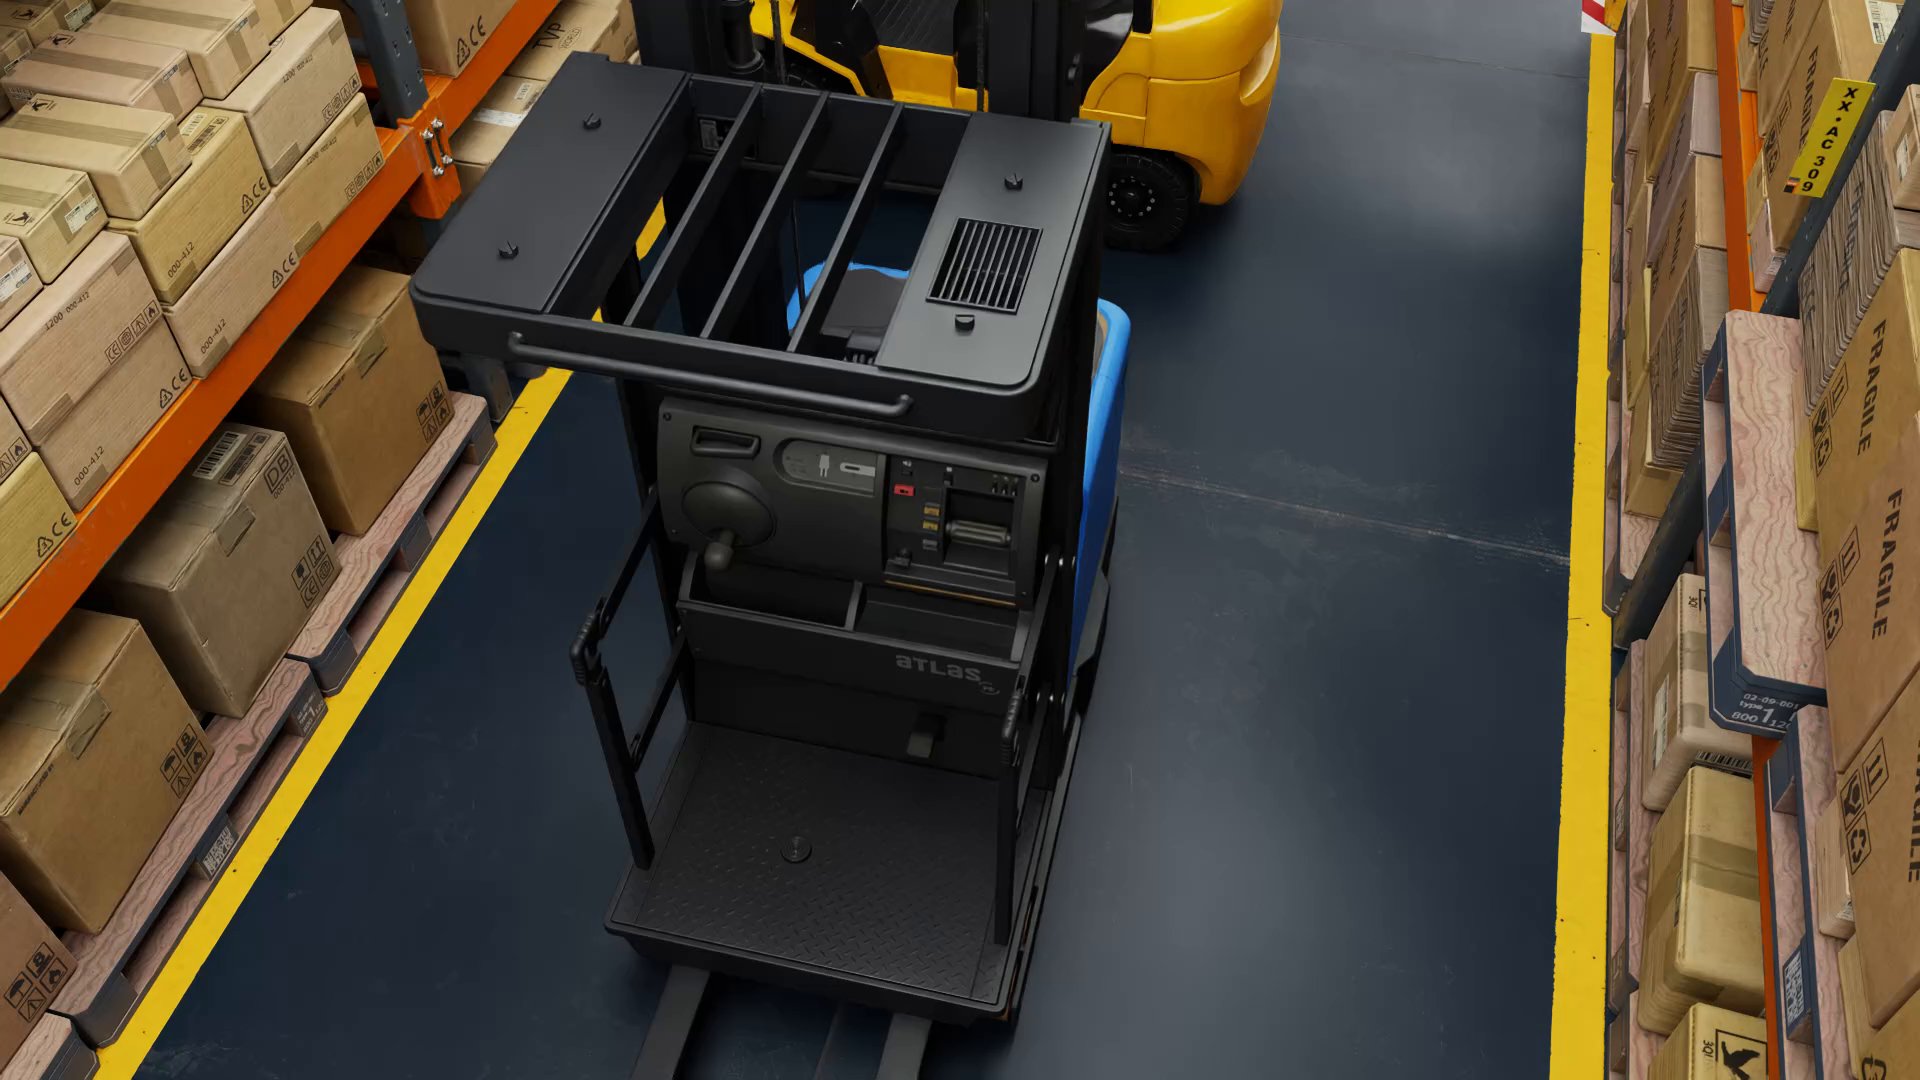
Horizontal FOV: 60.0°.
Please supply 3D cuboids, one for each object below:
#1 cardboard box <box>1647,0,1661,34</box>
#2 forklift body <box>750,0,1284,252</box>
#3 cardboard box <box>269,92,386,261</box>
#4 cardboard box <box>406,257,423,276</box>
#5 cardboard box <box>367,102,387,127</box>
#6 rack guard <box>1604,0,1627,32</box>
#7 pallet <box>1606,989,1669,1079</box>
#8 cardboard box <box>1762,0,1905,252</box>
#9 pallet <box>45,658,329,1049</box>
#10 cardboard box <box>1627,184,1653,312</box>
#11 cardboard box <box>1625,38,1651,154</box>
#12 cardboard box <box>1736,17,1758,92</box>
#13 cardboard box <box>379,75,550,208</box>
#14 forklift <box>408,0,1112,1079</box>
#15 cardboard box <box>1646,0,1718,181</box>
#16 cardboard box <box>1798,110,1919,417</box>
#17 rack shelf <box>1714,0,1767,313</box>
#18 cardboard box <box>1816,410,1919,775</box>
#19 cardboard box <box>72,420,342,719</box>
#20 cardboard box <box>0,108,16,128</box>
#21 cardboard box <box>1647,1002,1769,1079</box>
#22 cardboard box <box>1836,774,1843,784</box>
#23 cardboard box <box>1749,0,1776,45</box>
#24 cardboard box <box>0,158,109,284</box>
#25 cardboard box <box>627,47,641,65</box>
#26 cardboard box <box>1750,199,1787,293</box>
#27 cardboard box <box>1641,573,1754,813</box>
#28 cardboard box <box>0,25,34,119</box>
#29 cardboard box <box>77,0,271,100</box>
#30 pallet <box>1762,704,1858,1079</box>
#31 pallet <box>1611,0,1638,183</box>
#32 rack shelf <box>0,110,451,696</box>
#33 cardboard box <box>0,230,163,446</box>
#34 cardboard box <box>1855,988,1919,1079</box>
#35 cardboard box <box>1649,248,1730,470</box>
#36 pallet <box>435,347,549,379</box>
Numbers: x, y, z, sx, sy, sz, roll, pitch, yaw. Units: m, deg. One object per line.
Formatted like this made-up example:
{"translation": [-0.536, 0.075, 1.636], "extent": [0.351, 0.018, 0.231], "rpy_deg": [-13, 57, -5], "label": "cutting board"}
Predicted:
{"translation": [3.199, -2.406, 6.927], "extent": [0.500, 0.500, 0.500], "rpy_deg": [10, 49, 9], "label": "cardboard box"}
{"translation": [0.155, -2.440, 6.469], "extent": [2.313, 2.155, 1.214], "rpy_deg": [12, 50, 10], "label": "forklift body"}
{"translation": [-2.039, -1.093, 4.814], "extent": [0.500, 0.250, 0.500], "rpy_deg": [13, 50, 11], "label": "cardboard box"}
{"translation": [-1.712, -1.072, 6.250], "extent": [0.500, 0.250, 0.500], "rpy_deg": [12, 50, 10], "label": "cardboard box"}
{"translation": [-2.216, -1.513, 5.972], "extent": [0.500, 0.250, 0.500], "rpy_deg": [12, 50, 11], "label": "cardboard box"}
{"translation": [3.664, -2.593, 7.705], "extent": [1.175, 0.500, 0.348], "rpy_deg": [12, 50, 10], "label": "rack guard"}
{"translation": [2.108, 1.789, 4.030], "extent": [1.003, 0.211, 1.213], "rpy_deg": [12, 50, 10], "label": "pallet"}
{"translation": [2.508, -1.084, 4.441], "extent": [0.500, 0.500, 0.500], "rpy_deg": [10, 49, 9], "label": "cardboard box"}
{"translation": [-2.634, 0.790, 4.912], "extent": [1.003, 0.211, 1.213], "rpy_deg": [12, 50, 10], "label": "pallet"}
{"translation": [2.796, -1.046, 6.226], "extent": [0.500, 0.250, 0.500], "rpy_deg": [12, 50, 11], "label": "cardboard box"}
{"translation": [3.063, -1.808, 6.899], "extent": [0.500, 0.250, 0.500], "rpy_deg": [13, 50, 11], "label": "cardboard box"}
{"translation": [2.686, -1.527, 5.265], "extent": [0.380, 0.149, 0.250], "rpy_deg": [11, 49, 9], "label": "cardboard box"}
{"translation": [-1.729, -1.407, 5.878], "extent": [0.500, 0.250, 0.500], "rpy_deg": [11, 49, 9], "label": "cardboard box"}
{"translation": [-0.314, 0.026, 3.772], "extent": [1.121, 2.935, 3.031], "rpy_deg": [10, 49, 9], "label": "forklift"}
{"translation": [2.926, -1.666, 6.273], "extent": [0.500, 0.500, 0.500], "rpy_deg": [12, 50, 11], "label": "cardboard box"}
{"translation": [2.231, -0.570, 3.707], "extent": [0.500, 0.500, 0.500], "rpy_deg": [13, 50, 11], "label": "cardboard box"}
{"translation": [3.157, -1.791, 5.810], "extent": [1.077, 0.370, 4.000], "rpy_deg": [12, 50, 10], "label": "rack shelf"}
{"translation": [1.956, 0.147, 3.074], "extent": [0.500, 0.500, 0.500], "rpy_deg": [11, 50, 10], "label": "cardboard box"}
{"translation": [-2.497, 0.027, 5.029], "extent": [0.875, 0.625, 0.625], "rpy_deg": [11, 50, 10], "label": "cardboard box"}
{"translation": [-2.682, -0.997, 4.396], "extent": [0.500, 0.250, 0.500], "rpy_deg": [11, 50, 10], "label": "cardboard box"}
{"translation": [2.128, 1.552, 3.852], "extent": [0.950, 0.372, 0.625], "rpy_deg": [13, 50, 11], "label": "cardboard box"}
{"translation": [1.931, 0.455, 3.235], "extent": [0.380, 0.149, 0.250], "rpy_deg": [12, 50, 10], "label": "cardboard box"}
{"translation": [2.769, -1.834, 5.103], "extent": [0.500, 0.500, 0.500], "rpy_deg": [13, 50, 11], "label": "cardboard box"}
{"translation": [-2.271, -0.765, 3.925], "extent": [0.380, 0.149, 0.250], "rpy_deg": [10, 49, 9], "label": "cardboard box"}
{"translation": [-1.459, -1.968, 6.707], "extent": [0.500, 0.250, 0.500], "rpy_deg": [11, 50, 10], "label": "cardboard box"}
{"translation": [2.422, -0.792, 4.615], "extent": [0.380, 0.149, 0.250], "rpy_deg": [11, 50, 10], "label": "cardboard box"}
{"translation": [2.495, 0.528, 4.756], "extent": [0.950, 0.372, 0.625], "rpy_deg": [12, 50, 11], "label": "cardboard box"}
{"translation": [-2.646, -1.230, 4.336], "extent": [0.380, 0.149, 0.250], "rpy_deg": [11, 50, 10], "label": "cardboard box"}
{"translation": [-2.085, -1.325, 4.420], "extent": [0.380, 0.149, 0.250], "rpy_deg": [11, 49, 9], "label": "cardboard box"}
{"translation": [2.060, 0.935, 3.052], "extent": [1.003, 0.211, 1.213], "rpy_deg": [12, 50, 10], "label": "pallet"}
{"translation": [3.416, -1.917, 7.301], "extent": [1.003, 0.211, 1.213], "rpy_deg": [12, 50, 10], "label": "pallet"}
{"translation": [-2.685, 0.126, 4.118], "extent": [1.077, 0.370, 4.000], "rpy_deg": [12, 50, 10], "label": "rack shelf"}
{"translation": [-2.310, -0.527, 3.981], "extent": [0.500, 0.250, 0.500], "rpy_deg": [12, 50, 11], "label": "cardboard box"}
{"translation": [1.687, 0.916, 2.396], "extent": [0.500, 0.500, 0.500], "rpy_deg": [9, 49, 7], "label": "cardboard box"}
{"translation": [2.528, -0.540, 5.280], "extent": [0.500, 0.500, 0.500], "rpy_deg": [11, 49, 10], "label": "cardboard box"}
{"translation": [-1.909, -1.203, 6.671], "extent": [1.003, 0.211, 1.213], "rpy_deg": [12, 50, 10], "label": "pallet"}
